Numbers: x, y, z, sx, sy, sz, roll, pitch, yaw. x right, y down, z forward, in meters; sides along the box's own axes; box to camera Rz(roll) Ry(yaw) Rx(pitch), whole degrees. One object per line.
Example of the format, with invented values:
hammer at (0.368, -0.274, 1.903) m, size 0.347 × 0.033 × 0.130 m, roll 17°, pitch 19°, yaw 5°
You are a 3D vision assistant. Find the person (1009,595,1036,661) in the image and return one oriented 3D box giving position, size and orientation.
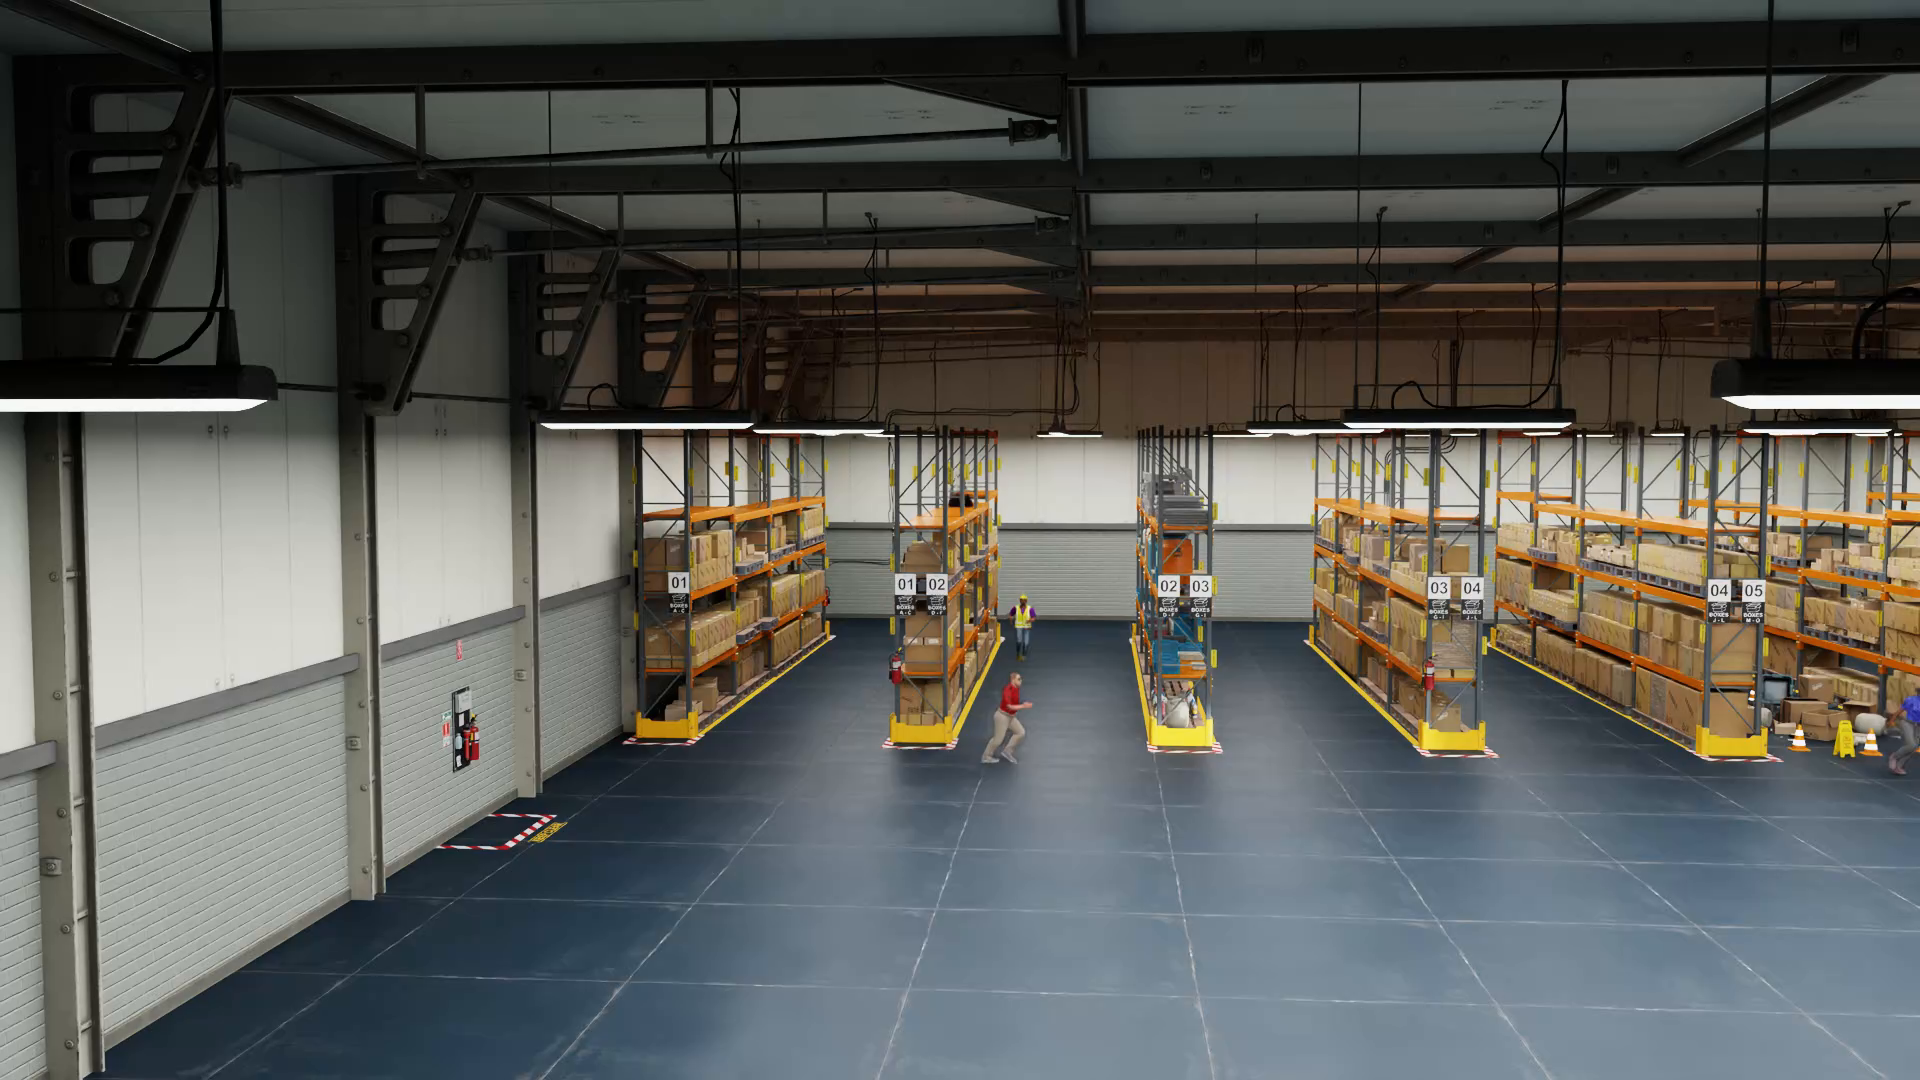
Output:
person at (1.609, 2.271, 42.738) m, size 0.684 × 1.720 × 0.644 m, roll 0°, pitch 3°, yaw 0°

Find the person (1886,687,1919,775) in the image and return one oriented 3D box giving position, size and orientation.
person at (16.260, 3.226, 28.401) m, size 0.606 × 1.565 × 0.694 m, roll -1°, pitch 4°, yaw -17°

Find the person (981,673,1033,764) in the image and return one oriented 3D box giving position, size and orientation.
person at (0.844, 3.146, 29.251) m, size 0.956 × 1.658 × 0.662 m, roll 1°, pitch 4°, yaw 23°
